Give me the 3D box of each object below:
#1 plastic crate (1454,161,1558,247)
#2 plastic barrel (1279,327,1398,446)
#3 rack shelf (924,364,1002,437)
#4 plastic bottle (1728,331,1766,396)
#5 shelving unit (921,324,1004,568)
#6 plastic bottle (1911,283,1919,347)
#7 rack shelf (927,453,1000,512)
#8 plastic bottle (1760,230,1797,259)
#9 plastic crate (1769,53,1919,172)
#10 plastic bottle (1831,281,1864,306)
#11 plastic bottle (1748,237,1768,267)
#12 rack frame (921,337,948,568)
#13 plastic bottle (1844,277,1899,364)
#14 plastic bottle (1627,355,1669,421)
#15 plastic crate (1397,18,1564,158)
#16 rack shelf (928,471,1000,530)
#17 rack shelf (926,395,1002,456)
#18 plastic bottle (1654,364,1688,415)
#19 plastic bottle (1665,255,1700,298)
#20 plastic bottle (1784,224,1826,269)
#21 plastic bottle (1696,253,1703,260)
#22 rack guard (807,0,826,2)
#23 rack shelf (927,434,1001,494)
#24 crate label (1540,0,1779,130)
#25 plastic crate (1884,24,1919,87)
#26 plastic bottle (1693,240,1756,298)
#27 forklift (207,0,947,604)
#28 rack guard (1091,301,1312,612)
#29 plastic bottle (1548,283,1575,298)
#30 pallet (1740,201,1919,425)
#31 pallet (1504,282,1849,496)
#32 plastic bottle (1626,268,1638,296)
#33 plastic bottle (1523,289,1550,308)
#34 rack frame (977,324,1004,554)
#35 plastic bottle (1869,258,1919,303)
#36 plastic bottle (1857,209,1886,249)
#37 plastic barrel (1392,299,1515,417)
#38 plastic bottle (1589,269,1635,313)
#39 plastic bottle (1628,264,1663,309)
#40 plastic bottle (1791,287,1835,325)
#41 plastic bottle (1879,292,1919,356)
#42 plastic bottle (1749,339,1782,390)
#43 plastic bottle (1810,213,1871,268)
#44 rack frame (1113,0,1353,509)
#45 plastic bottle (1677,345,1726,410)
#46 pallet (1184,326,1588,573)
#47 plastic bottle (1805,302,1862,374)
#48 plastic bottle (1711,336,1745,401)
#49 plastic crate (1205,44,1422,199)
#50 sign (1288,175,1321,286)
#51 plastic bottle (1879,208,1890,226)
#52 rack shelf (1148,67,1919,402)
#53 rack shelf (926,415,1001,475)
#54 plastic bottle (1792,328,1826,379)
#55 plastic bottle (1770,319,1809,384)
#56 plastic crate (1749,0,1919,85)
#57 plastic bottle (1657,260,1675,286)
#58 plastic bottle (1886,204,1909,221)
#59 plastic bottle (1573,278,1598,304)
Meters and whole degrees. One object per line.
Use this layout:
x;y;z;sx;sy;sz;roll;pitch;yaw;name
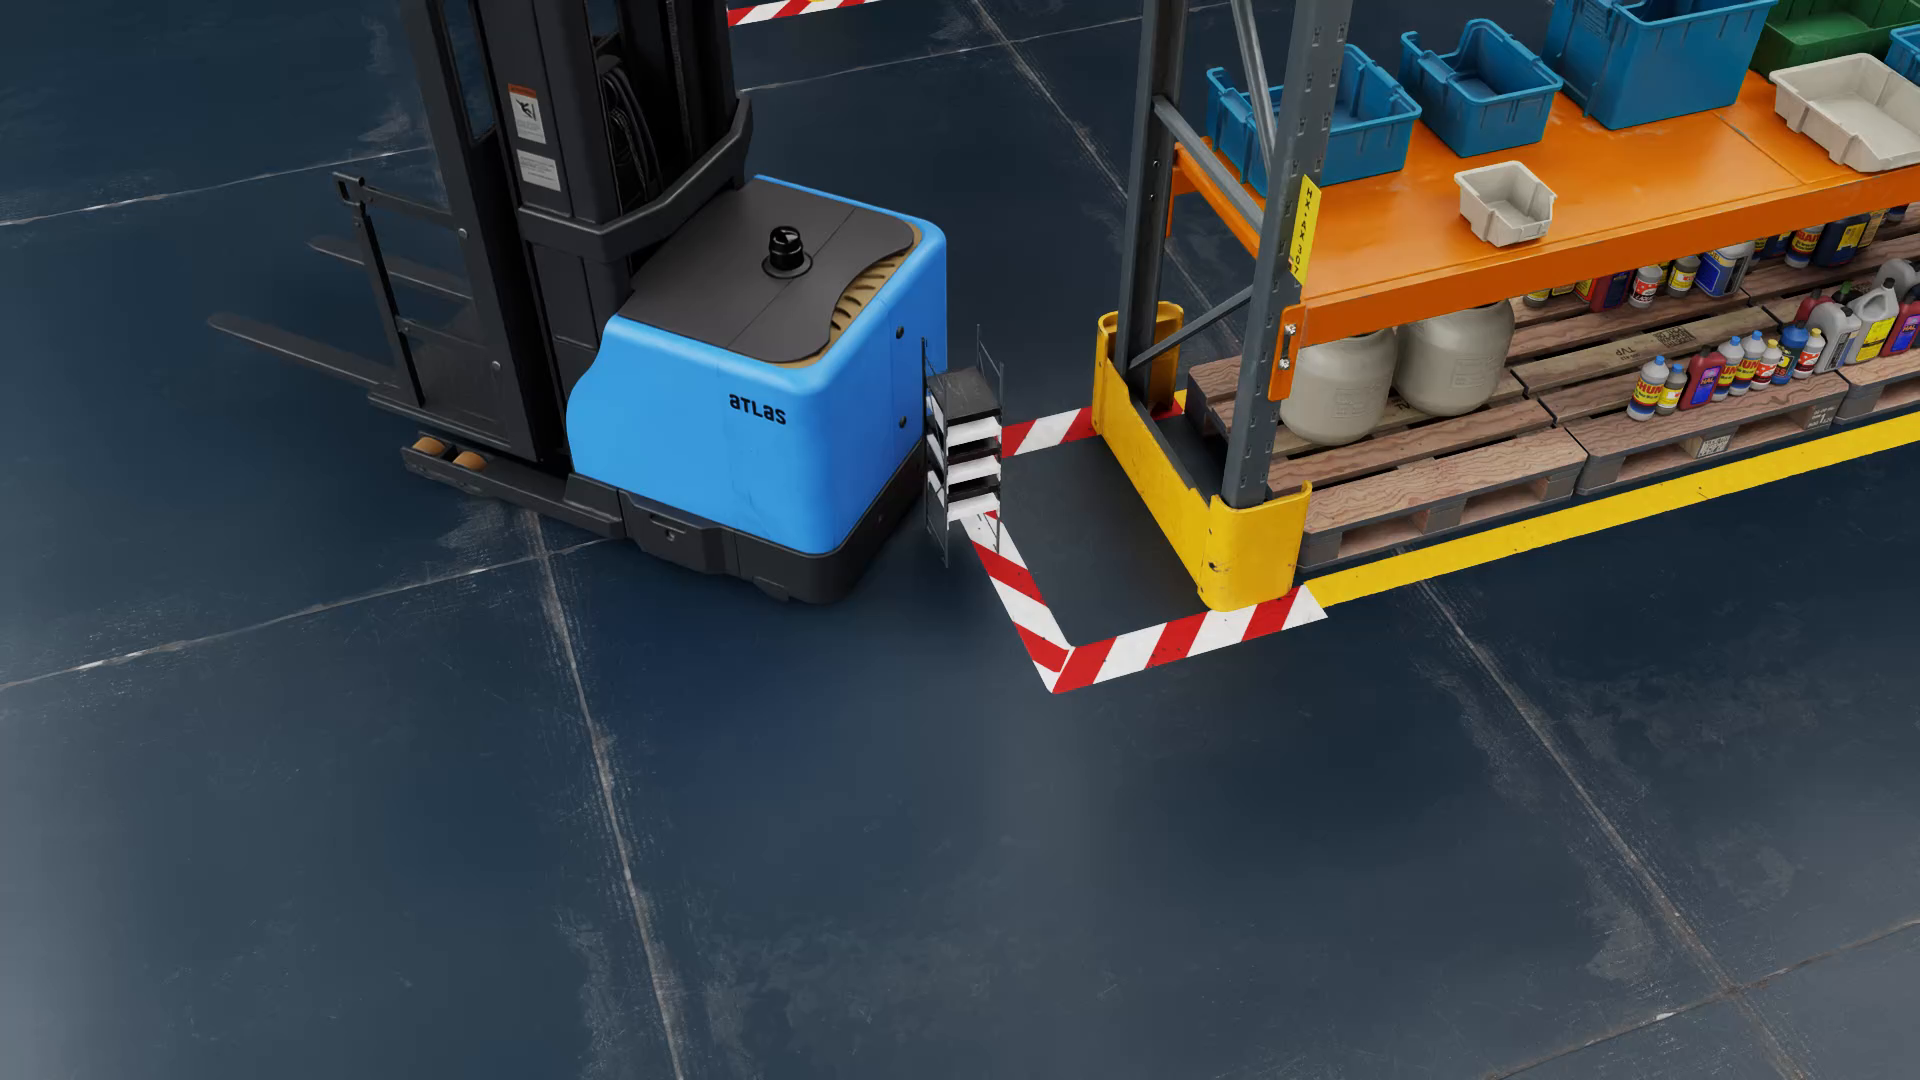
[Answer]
1.768;-1.075;5.389;0.250;0.136;0.298;-14;47;-14;plastic crate
1.410;-0.646;6.236;0.421;0.512;0.421;0;45;0;plastic barrel
0.007;-0.487;5.765;0.200;0.077;0.258;-14;47;-14;rack shelf
3.044;-0.694;6.440;0.097;0.271;0.097;0;45;0;plastic bottle
0.007;-0.320;5.933;0.210;0.900;0.258;-14;47;-14;shelving unit
3.891;-0.956;6.645;0.185;0.351;0.144;-17;47;-16;plastic bottle
0.008;-0.233;6.021;0.200;0.077;0.258;-14;47;-14;rack shelf
3.501;-1.386;7.073;0.185;0.351;0.144;-16;47;-16;plastic bottle
3.138;-1.477;5.790;0.437;0.136;0.530;-14;47;-14;plastic crate
3.528;-0.917;6.653;0.133;0.283;0.061;-14;47;-14;plastic bottle
3.376;-1.298;7.041;0.097;0.271;0.097;0;45;0;plastic bottle
-0.088;-0.295;5.909;0.006;0.900;0.240;-14;47;-14;rack frame
3.587;-0.878;6.567;0.185;0.351;0.144;-15;47;-14;plastic bottle
2.628;-0.587;6.333;0.097;0.271;0.097;0;45;0;plastic bottle
1.799;-1.586;5.818;0.408;0.251;0.499;-14;47;-14;plastic crate
0.008;-0.169;6.084;0.200;0.077;0.258;-14;47;-14;rack shelf
0.007;-0.423;5.829;0.200;0.077;0.258;-14;47;-14;rack shelf
2.725;-0.588;6.383;0.097;0.201;0.097;0;45;0;plastic bottle
3.009;-1.116;6.910;0.097;0.201;0.097;0;45;0;plastic bottle
3.584;-1.288;7.032;0.097;0.271;0.097;0;45;0;plastic bottle
3.102;-1.284;6.971;0.185;0.351;0.144;-15;47;-14;plastic bottle
-0.884;-3.580;9.465;0.348;0.500;1.175;-14;47;-14;rack guard
0.007;-0.296;5.957;0.200;0.077;0.258;-14;47;-14;rack shelf
2.456;-1.802;5.903;0.616;0.435;0.502;-14;47;-14;crate label
3.630;-1.629;5.861;0.616;0.251;0.499;-14;47;-14;plastic crate
3.176;-1.165;6.905;0.135;0.276;0.152;-14;47;-14;plastic bottle
-1.590;-1.528;5.704;3.031;2.935;1.130;19;48;18;forklift
0.872;-0.334;6.230;0.348;0.500;1.175;-14;47;-14;rack guard
2.499;-1.137;6.873;0.133;0.283;0.061;-13;47;-13;plastic bottle
3.933;-1.011;7.108;1.213;0.211;1.003;-14;47;-14;pallet
2.784;-0.715;6.813;1.213;0.211;1.003;-14;47;-14;pallet
2.772;-1.170;6.911;0.135;0.276;0.152;-16;47;-15;plastic bottle
2.395;-1.068;6.862;0.097;0.201;0.097;0;45;0;plastic bottle
0.103;-0.344;5.957;0.006;0.900;0.240;-14;47;-14;rack frame
3.817;-1.022;6.763;0.135;0.276;0.152;-14;47;-14;plastic bottle
3.872;-1.374;7.109;0.133;0.283;0.061;-14;47;-14;plastic bottle
1.881;-0.767;6.356;0.421;0.512;0.421;0;45;0;plastic barrel
2.678;-1.069;6.804;0.133;0.283;0.061;-14;47;-14;plastic bottle
2.832;-1.065;6.859;0.097;0.201;0.097;0;45;0;plastic bottle
3.396;-0.889;6.625;0.133;0.283;0.061;-14;47;-14;plastic bottle
3.752;-0.865;6.602;0.133;0.283;0.061;-11;46;-11;plastic bottle
3.138;-0.693;6.488;0.097;0.201;0.097;0;45;0;plastic bottle
3.728;-1.335;7.023;0.185;0.351;0.144;-14;47;-14;plastic bottle
0.817;-1.167;5.295;0.127;3.000;1.000;-14;47;-14;rack frame
2.847;-0.634;6.371;0.133;0.283;0.061;-14;47;-13;plastic bottle
1.638;-0.424;6.523;1.213;0.211;1.003;-14;47;-14;pallet
3.433;-0.815;6.557;0.135;0.276;0.152;-14;47;-13;plastic bottle
2.950;-0.670;6.416;0.097;0.271;0.097;0;45;0;plastic bottle
1.186;-1.434;5.667;0.616;0.251;0.499;-14;47;-14;plastic crate
0.999;-0.897;4.831;0.005;0.325;0.100;-14;47;-14;sign
4.035;-1.487;7.280;0.097;0.201;0.097;0;45;0;plastic bottle
2.698;-1.394;6.029;4.000;0.370;1.077;-14;47;-14;rack shelf
0.007;-0.360;5.893;0.200;0.077;0.258;-14;47;-14;rack shelf
3.331;-0.743;6.537;0.097;0.201;0.097;0;45;0;plastic bottle
3.235;-0.743;6.488;0.097;0.271;0.097;0;45;0;plastic bottle
3.206;-1.916;6.191;0.662;0.188;0.450;-14;47;-14;plastic crate
2.927;-1.239;6.927;0.185;0.351;0.144;-13;46;-12;plastic bottle
4.131;-1.536;7.279;0.097;0.271;0.097;0;45;0;plastic bottle
2.642;-1.137;6.878;0.135;0.276;0.152;-14;47;-14;plastic bottle
